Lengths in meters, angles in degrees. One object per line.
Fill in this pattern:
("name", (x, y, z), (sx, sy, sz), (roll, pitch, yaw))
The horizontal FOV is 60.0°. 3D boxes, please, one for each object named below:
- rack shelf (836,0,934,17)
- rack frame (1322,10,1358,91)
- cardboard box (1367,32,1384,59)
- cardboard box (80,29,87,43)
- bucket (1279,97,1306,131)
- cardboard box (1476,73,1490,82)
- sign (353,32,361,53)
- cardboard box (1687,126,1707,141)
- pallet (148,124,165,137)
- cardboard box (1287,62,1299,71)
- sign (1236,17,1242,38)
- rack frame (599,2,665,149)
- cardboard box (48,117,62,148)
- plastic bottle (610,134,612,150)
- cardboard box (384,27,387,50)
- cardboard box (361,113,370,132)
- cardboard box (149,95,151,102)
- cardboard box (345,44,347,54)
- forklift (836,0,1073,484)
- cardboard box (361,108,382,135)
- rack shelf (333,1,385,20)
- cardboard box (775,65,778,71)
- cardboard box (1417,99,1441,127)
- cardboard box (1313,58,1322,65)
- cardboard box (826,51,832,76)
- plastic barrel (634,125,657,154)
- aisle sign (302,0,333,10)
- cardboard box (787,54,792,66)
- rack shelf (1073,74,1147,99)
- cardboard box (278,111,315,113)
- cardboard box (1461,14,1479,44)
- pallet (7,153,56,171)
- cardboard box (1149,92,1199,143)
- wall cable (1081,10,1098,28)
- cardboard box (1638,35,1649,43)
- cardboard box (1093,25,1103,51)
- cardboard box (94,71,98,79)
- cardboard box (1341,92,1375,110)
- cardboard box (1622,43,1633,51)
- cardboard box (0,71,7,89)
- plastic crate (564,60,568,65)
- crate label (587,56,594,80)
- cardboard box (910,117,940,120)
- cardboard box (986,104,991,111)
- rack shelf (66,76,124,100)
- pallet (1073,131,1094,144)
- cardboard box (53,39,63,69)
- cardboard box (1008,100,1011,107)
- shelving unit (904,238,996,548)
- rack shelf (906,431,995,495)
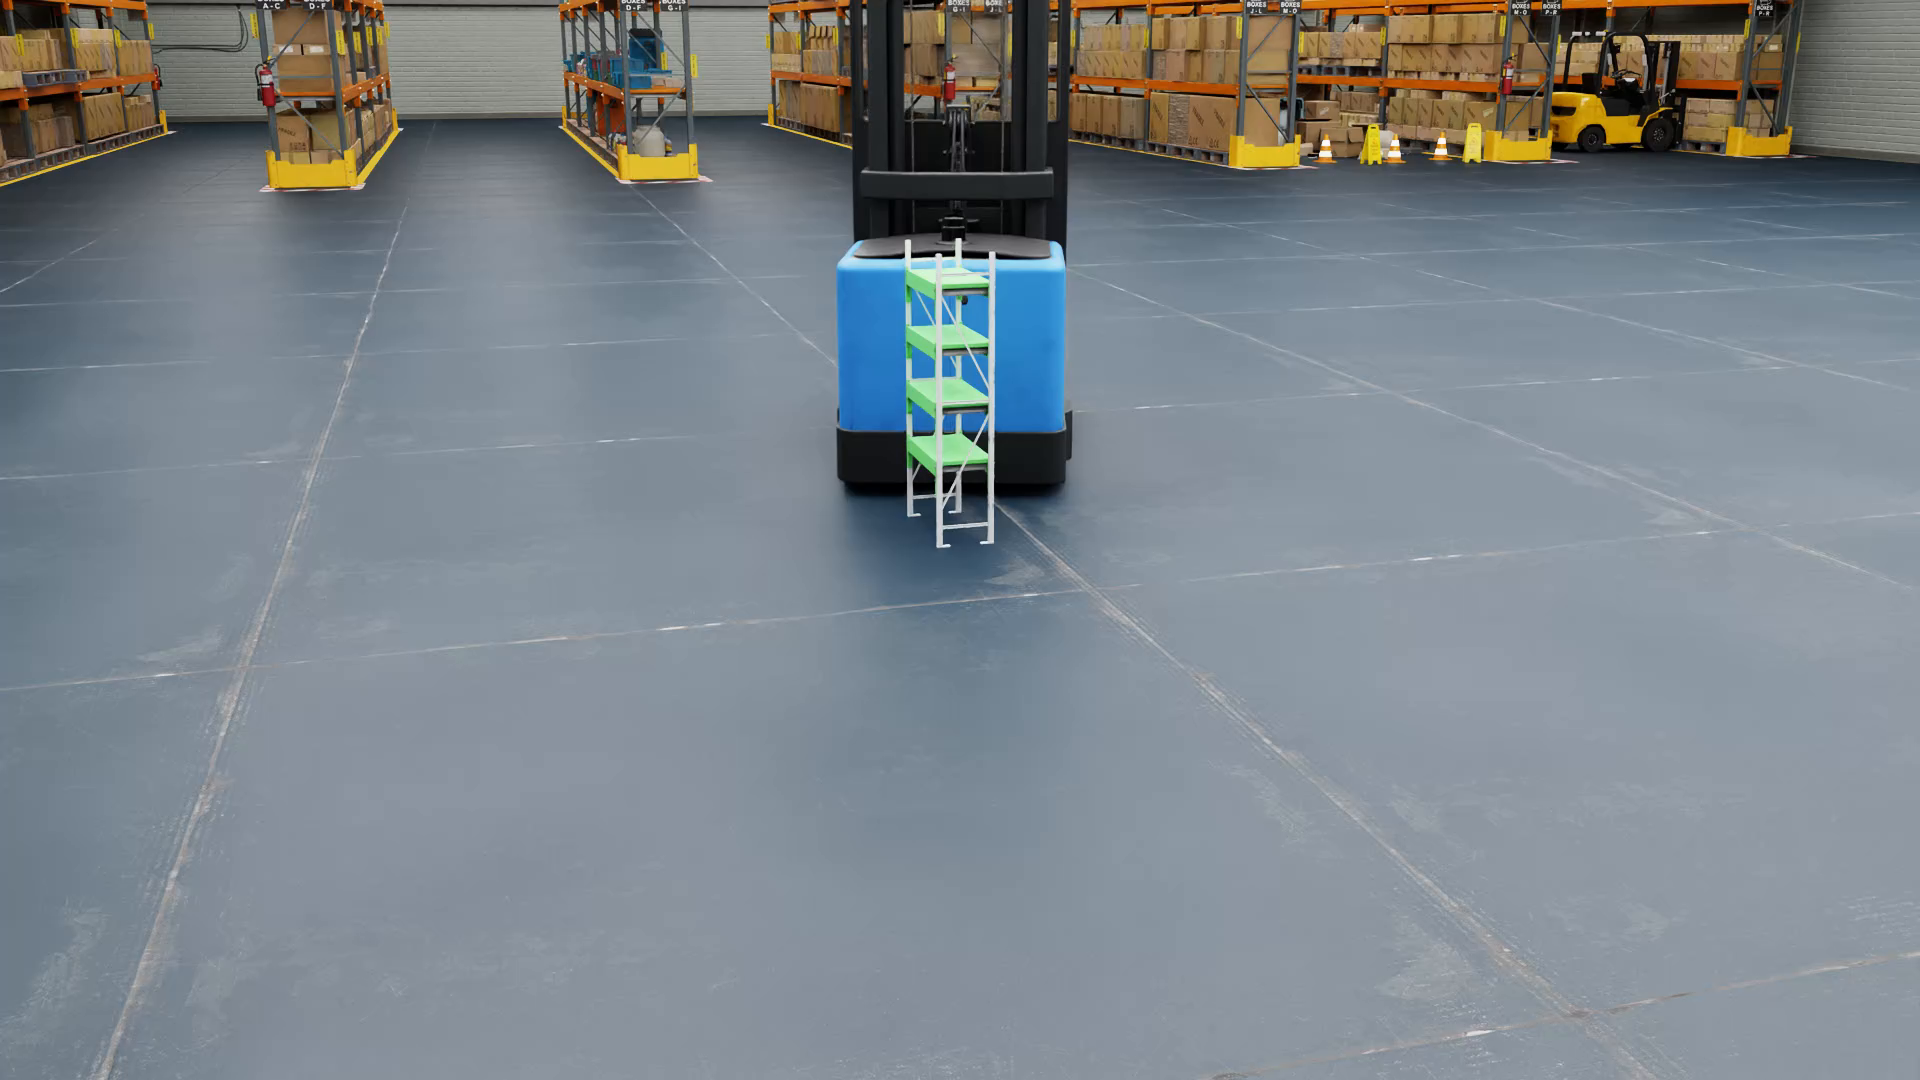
("rack shelf", (-1.395, -10.054, 31.246), (1.077, 0.370, 4.000), (-5, 17, -15))
("rack frame", (10.157, -12.905, 44.700), (1.000, 3.000, 0.127), (-5, 17, -15))
("cardboard box", (8.336, -9.694, 32.588), (0.500, 0.500, 0.500), (-5, 17, -16))
("cardboard box", (-16.257, -9.194, 30.317), (0.500, 0.250, 0.500), (-5, 17, -16))
("bucket", (6.206, -8.078, 31.678), (0.726, 0.611, 0.620), (1, 7, 4))
("cardboard box", (9.298, -8.114, 29.185), (0.380, 0.149, 0.250), (-5, 17, -16))
("sign", (-9.838, -8.124, 27.140), (0.100, 0.325, 0.005), (-5, 17, -15))
("cardboard box", (13.994, -7.607, 31.112), (0.500, 0.250, 0.500), (-5, 17, -15))
("pallet", (-18.136, -9.003, 36.557), (1.003, 0.211, 1.213), (-5, 17, -15))
("cardboard box", (7.196, -10.346, 36.443), (0.500, 0.250, 0.500), (-5, 18, -17))
("sign", (4.526, -8.296, 26.930), (0.100, 0.325, 0.005), (-5, 17, -15))
("rack frame", (-5.607, -8.017, 28.428), (1.000, 3.000, 0.127), (-5, 17, -15))
("cardboard box", (-15.954, -7.007, 28.646), (0.700, 0.500, 0.500), (-5, 17, -15))
("plastic bottle", (-5.826, -6.714, 28.058), (0.152, 0.276, 0.135), (-4, 17, -13))
("cardboard box", (-13.282, -11.371, 37.683), (0.500, 0.500, 0.500), (-5, 17, -16))
("cardboard box", (-10.669, -7.339, 29.244), (0.500, 0.311, 0.500), (-4, 17, -14))
("cardboard box", (-17.932, -9.661, 36.388), (0.380, 0.149, 0.250), (-5, 17, -16))
("cardboard box", (-10.024, -7.858, 26.598), (0.380, 0.149, 0.250), (-5, 17, -16))
("forklift", (0.011, -2.026, 8.603), (1.130, 2.935, 3.031), (1, 17, 2))
("cardboard box", (-11.603, -8.179, 32.546), (0.500, 0.500, 0.500), (-5, 17, -16))
("rack shelf", (-13.119, -11.485, 36.009), (1.077, 0.370, 4.000), (-5, 17, -15))
("cardboard box", (-4.220, -11.342, 39.933), (0.380, 0.149, 0.250), (-5, 17, -17))
("cardboard box", (8.885, -7.961, 30.985), (0.500, 0.500, 0.500), (-4, 17, -12))
("cardboard box", (7.627, -10.037, 34.859), (0.380, 0.149, 0.250), (-5, 17, -15))
("cardboard box", (-2.449, -9.819, 34.251), (0.500, 0.500, 0.500), (-5, 17, -16))
("plastic barrel", (-4.900, -6.235, 26.090), (0.421, 0.512, 0.421), (0, 17, 0))
("aisle sign", (-8.959, -7.771, 23.091), (0.394, 0.787, 0.004), (-5, 17, -15))
("cardboard box", (-3.702, -11.078, 38.361), (0.500, 0.250, 0.500), (-4, 17, -14))
("rack shelf", (3.402, -8.982, 32.890), (1.077, 0.370, 4.000), (-5, 17, -15))
("cardboard box", (-10.130, -6.302, 25.465), (0.500, 0.500, 0.500), (-5, 17, -15))
("cardboard box", (9.301, -9.020, 29.337), (0.700, 0.500, 0.500), (-5, 17, -15))
("pallet", (-15.348, -6.114, 26.939), (1.003, 0.211, 1.213), (-5, 17, -15))
("cardboard box", (4.057, -7.777, 30.592), (0.875, 0.875, 0.875), (-4, 17, -14))
("wall cable", (3.814, -14.571, 48.426), (0.585, 1.953, 0.123), (-5, 17, -15))
("cardboard box", (13.467, -9.761, 32.414), (0.380, 0.149, 0.250), (-4, 17, -14))
("cardboard box", (3.107, -10.142, 33.588), (0.700, 0.500, 0.500), (-5, 17, -16))
("cardboard box", (-16.597, -8.836, 31.555), (0.380, 0.149, 0.250), (-4, 17, -14))
("cardboard box", (10.432, -11.493, 43.614), (0.700, 0.500, 0.500), (-4, 17, -13))
("cardboard box", (13.362, -9.764, 32.942), (0.380, 0.149, 0.250), (-4, 17, -14))
("cardboard box", (-14.429, -6.788, 24.563), (0.500, 0.250, 0.500), (-5, 17, -16))
("plastic crate", (-8.973, -11.009, 38.574), (0.416, 0.233, 0.300), (-5, 17, -15))
("crate label", (-6.693, -8.845, 31.121), (0.502, 0.435, 0.616), (-5, 17, -15))
("cardboard box", (-0.609, -7.141, 29.127), (0.500, 0.500, 0.500), (1, 17, 2))
("cardboard box", (0.855, -10.619, 40.798), (0.380, 0.149, 0.250), (-6, 18, -18))
("rack shelf", (-16.782, -8.549, 31.449), (1.077, 0.370, 4.000), (-5, 17, -15))
("pallet", (2.997, -8.320, 34.283), (1.003, 0.211, 1.213), (-5, 17, -15))
("cardboard box", (-16.093, -8.470, 28.996), (0.700, 0.500, 0.500), (-7, 18, -22))
("cardboard box", (1.297, -10.252, 39.059), (0.380, 0.149, 0.250), (-4, 17, -15))
("shelving unit", (-0.045, -0.620, 6.932), (0.258, 1.200, 0.503), (-5, 17, -15))
("rack shelf", (-0.045, -0.329, 7.019), (0.258, 0.148, 0.480), (-5, 17, -15))
